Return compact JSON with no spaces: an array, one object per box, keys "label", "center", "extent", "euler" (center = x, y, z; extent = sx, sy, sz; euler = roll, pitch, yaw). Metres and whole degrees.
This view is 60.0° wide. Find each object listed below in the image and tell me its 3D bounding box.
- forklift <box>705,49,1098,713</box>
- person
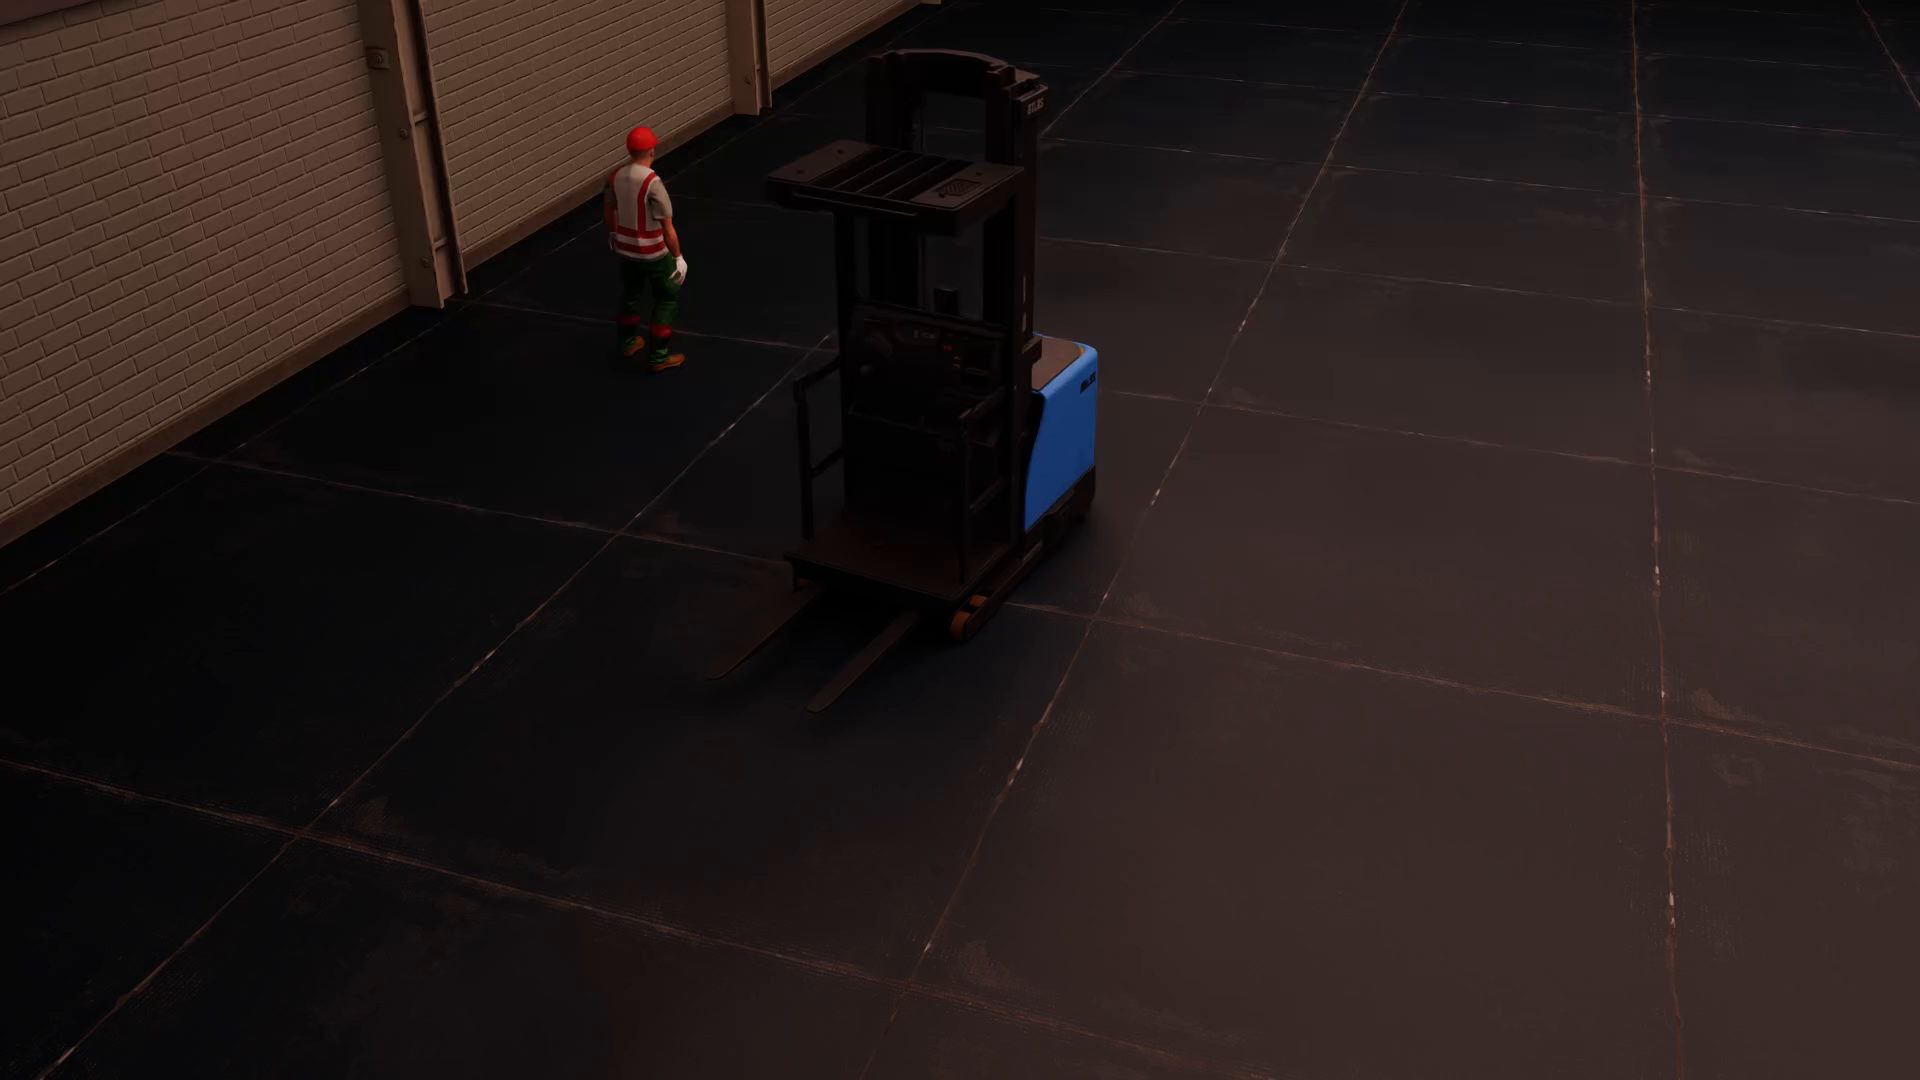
[{"label":"forklift","center":[-0.292,-0.971,8.840],"extent":[1.130,2.935,3.031],"euler":[15,33,24]},{"label":"person","center":[-2.261,-2.101,12.007],"extent":[0.794,1.760,0.411],"euler":[17,34,27]}]
